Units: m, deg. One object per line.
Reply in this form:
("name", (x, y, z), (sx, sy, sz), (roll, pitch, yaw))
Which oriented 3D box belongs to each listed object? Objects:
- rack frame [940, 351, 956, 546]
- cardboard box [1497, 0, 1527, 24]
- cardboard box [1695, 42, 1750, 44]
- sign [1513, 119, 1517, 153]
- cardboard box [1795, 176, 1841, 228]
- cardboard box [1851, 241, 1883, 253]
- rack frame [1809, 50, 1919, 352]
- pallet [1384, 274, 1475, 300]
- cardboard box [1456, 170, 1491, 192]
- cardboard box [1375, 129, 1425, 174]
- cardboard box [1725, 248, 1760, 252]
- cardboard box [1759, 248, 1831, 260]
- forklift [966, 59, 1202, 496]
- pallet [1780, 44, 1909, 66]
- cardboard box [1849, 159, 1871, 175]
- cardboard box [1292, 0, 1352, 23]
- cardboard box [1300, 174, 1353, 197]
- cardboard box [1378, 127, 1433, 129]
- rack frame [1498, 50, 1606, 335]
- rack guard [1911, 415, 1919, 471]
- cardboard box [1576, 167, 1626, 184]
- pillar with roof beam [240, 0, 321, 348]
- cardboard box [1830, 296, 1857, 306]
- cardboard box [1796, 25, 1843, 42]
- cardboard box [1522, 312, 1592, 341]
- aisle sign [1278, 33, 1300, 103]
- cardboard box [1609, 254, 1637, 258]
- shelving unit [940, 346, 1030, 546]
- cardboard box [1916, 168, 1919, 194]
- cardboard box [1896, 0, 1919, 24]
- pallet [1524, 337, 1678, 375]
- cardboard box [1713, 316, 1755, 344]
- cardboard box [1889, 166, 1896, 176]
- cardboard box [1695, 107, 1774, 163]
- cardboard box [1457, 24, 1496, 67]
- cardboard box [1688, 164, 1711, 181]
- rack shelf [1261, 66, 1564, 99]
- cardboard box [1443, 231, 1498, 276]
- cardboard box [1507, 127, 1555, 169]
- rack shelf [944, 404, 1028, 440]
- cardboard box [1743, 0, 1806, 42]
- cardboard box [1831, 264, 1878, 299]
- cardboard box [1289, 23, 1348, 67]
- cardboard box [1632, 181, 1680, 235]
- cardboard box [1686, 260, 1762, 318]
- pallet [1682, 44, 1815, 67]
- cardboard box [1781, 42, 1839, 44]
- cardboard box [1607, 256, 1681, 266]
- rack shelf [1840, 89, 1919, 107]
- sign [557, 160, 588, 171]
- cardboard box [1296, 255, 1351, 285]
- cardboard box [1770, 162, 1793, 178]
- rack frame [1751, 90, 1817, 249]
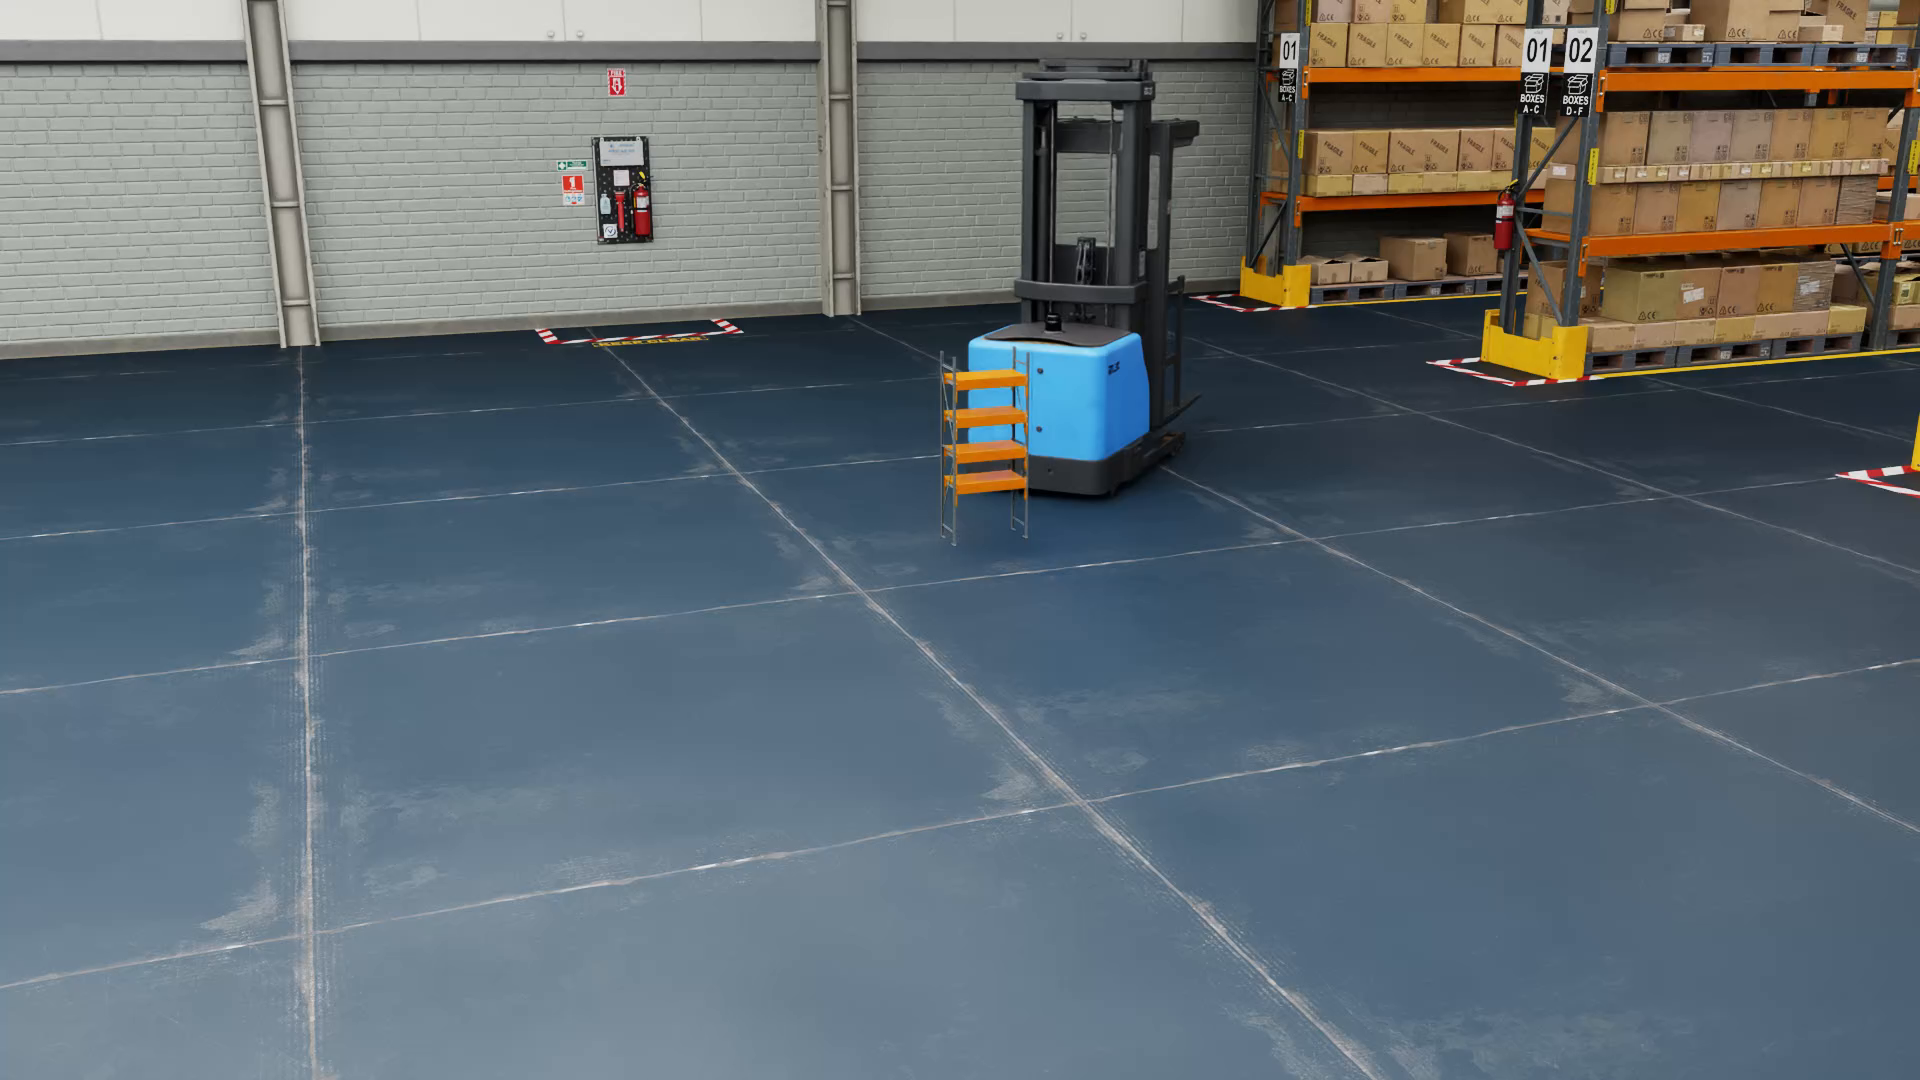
("rack frame", (-0.073, -0.568, 10.402), (0.015, 1.200, 0.240), (-6, 17, -20))
("cardboard box", (6.707, -6.630, 20.542), (0.500, 0.500, 0.500), (-5, 17, -17))
("cardboard box", (10.080, -6.629, 22.307), (0.637, 0.503, 0.797), (-4, 17, -12))
("sign", (5.448, -3.941, 16.220), (0.005, 0.325, 0.100), (-6, 17, -20))
("cardboard box", (8.462, -3.478, 16.940), (0.500, 0.500, 0.700), (-6, 18, -21))
("cardboard box", (12.878, -4.534, 23.783), (0.750, 0.750, 0.750), (-6, 17, -20))
("rack frame", (9.365, -3.531, 17.299), (0.127, 3.000, 1.000), (-6, 17, -20))
("pallet", (5.833, -3.295, 21.444), (1.213, 0.211, 1.003), (-6, 17, -20))
("cardboard box", (6.322, -4.541, 20.970), (0.500, 0.250, 0.500), (-6, 17, -20))
("cardboard box", (5.356, -4.795, 20.502), (0.500, 0.500, 0.500), (-7, 18, -22))
("cardboard box", (10.670, -4.163, 23.105), (0.500, 0.500, 0.700), (-6, 17, -19))
("cardboard box", (8.819, -2.809, 17.643), (0.500, 0.500, 0.500), (-6, 17, -20))
("forklift", (1.111, -2.083, 12.491), (1.130, 2.935, 3.031), (7, 18, 23))
("pallet", (8.577, -4.835, 16.573), (1.213, 0.211, 1.003), (-6, 17, -20))
("cardboard box", (8.956, -3.782, 16.825), (0.250, 0.149, 0.380), (-7, 18, -21))
("cardboard box", (4.300, -6.382, 19.697), (0.500, 0.500, 0.500), (-8, 18, -24))
("cardboard box", (4.423, -4.334, 20.264), (0.500, 0.250, 0.500), (-7, 18, -22))
("cardboard box", (5.642, -4.984, 21.146), (0.500, 0.500, 0.500), (-6, 17, -19))
("rack frame", (5.629, -3.128, 15.926), (0.127, 3.000, 1.000), (-6, 17, -20))
("rack guard", (7.452, -0.645, 11.907), (0.348, 0.500, 1.175), (-6, 17, -20))
("cardboard box", (6.073, -3.470, 15.762), (0.250, 0.149, 0.380), (-6, 18, -20))
("pillar with roof beam", (-5.468, -5.265, 12.556), (0.400, 9.000, 9.100), (-6, 17, -20))
("cardboard box", (9.648, -2.531, 18.029), (0.500, 0.250, 0.500), (-6, 18, -21))
("cardboard box", (8.336, -4.925, 16.174), (0.250, 0.149, 0.380), (-6, 17, -20))
("cardboard box", (6.024, -2.142, 16.703), (0.500, 0.250, 0.500), (-6, 17, -20))
("aisle sign", (3.893, -5.592, 19.703), (0.004, 0.787, 0.394), (-6, 17, -20))
("cardboard box", (8.734, -3.990, 22.516), (0.500, 0.500, 0.700), (-7, 18, -21))
("shelving unit", (0.155, -0.592, 10.486), (0.503, 1.200, 0.258), (-6, 17, -20))
("cardboard box", (10.579, -3.705, 17.715), (0.500, 0.500, 0.500), (-5, 17, -16))
("cardboard box", (9.955, -5.511, 16.909), (0.500, 0.500, 0.500), (-6, 17, -19))
("pallet", (6.328, -1.878, 16.618), (1.213, 0.211, 1.003), (-6, 17, -20))
("cardboard box", (7.611, -2.156, 16.752), (0.500, 0.250, 0.500), (-6, 17, -20))
("cardboard box", (13.142, -5.256, 23.584), (0.250, 0.149, 0.380), (-6, 17, -20))
("cardboard box", (7.547, -4.003, 16.427), (0.500, 0.500, 0.700), (-6, 17, -20))
("cardboard box", (6.225, -6.101, 20.515), (0.500, 0.500, 0.500), (-7, 18, -22))
("cardboard box", (7.036, -3.574, 16.118), (0.250, 0.149, 0.380), (-7, 18, -22))
("rack shelf", (5.721, -5.726, 20.728), (4.000, 0.370, 1.077), (-6, 17, -20))
("cardboard box", (6.634, -3.731, 21.634), (0.500, 0.500, 0.500), (-8, 18, -24))
("cardboard box", (7.258, -5.002, 21.209), (0.500, 0.500, 0.500), (-6, 17, -20))
("rack shelf", (0.155, -0.742, 10.442), (0.480, 0.148, 0.258), (-6, 17, -20))
("cardboard box", (7.782, -5.156, 16.330), (0.637, 0.503, 0.797), (-4, 17, -14))
("cardboard box", (9.640, -2.799, 17.944), (0.500, 0.311, 0.500), (-6, 17, -20))
("cardboard box", (4.255, -5.895, 19.814), (0.500, 0.500, 0.500), (-6, 17, -19))
("cardboard box", (6.559, -3.274, 16.245), (0.500, 0.500, 0.700), (-6, 17, -19))
("cardboard box", (7.611, -2.516, 16.646), (0.500, 0.500, 0.500), (-6, 17, -20))
("pallet", (7.440, -4.713, 16.157), (1.213, 0.211, 1.003), (-6, 17, -20))
("cardboard box", (11.747, -6.999, 22.825), (0.500, 0.500, 0.700), (-8, 18, -24))
("cardboard box", (6.952, -2.607, 16.955), (0.500, 0.500, 0.500), (-6, 17, -20))
("rack shelf", (11.232, -4.827, 17.664), (4.000, 0.370, 1.077), (-6, 17, -20))
("sign", (-4.272, -4.126, 18.320), (0.331, 0.109, 0.001), (-6, 17, -20))
("cardboard box", (4.532, -3.398, 20.836), (0.500, 0.311, 0.500), (-8, 18, -26))
("cardboard box", (8.001, -3.679, 16.473), (0.250, 0.149, 0.380), (-6, 17, -18))
("rack frame", (11.324, -5.237, 23.109), (0.127, 3.000, 1.000), (-6, 17, -20))
